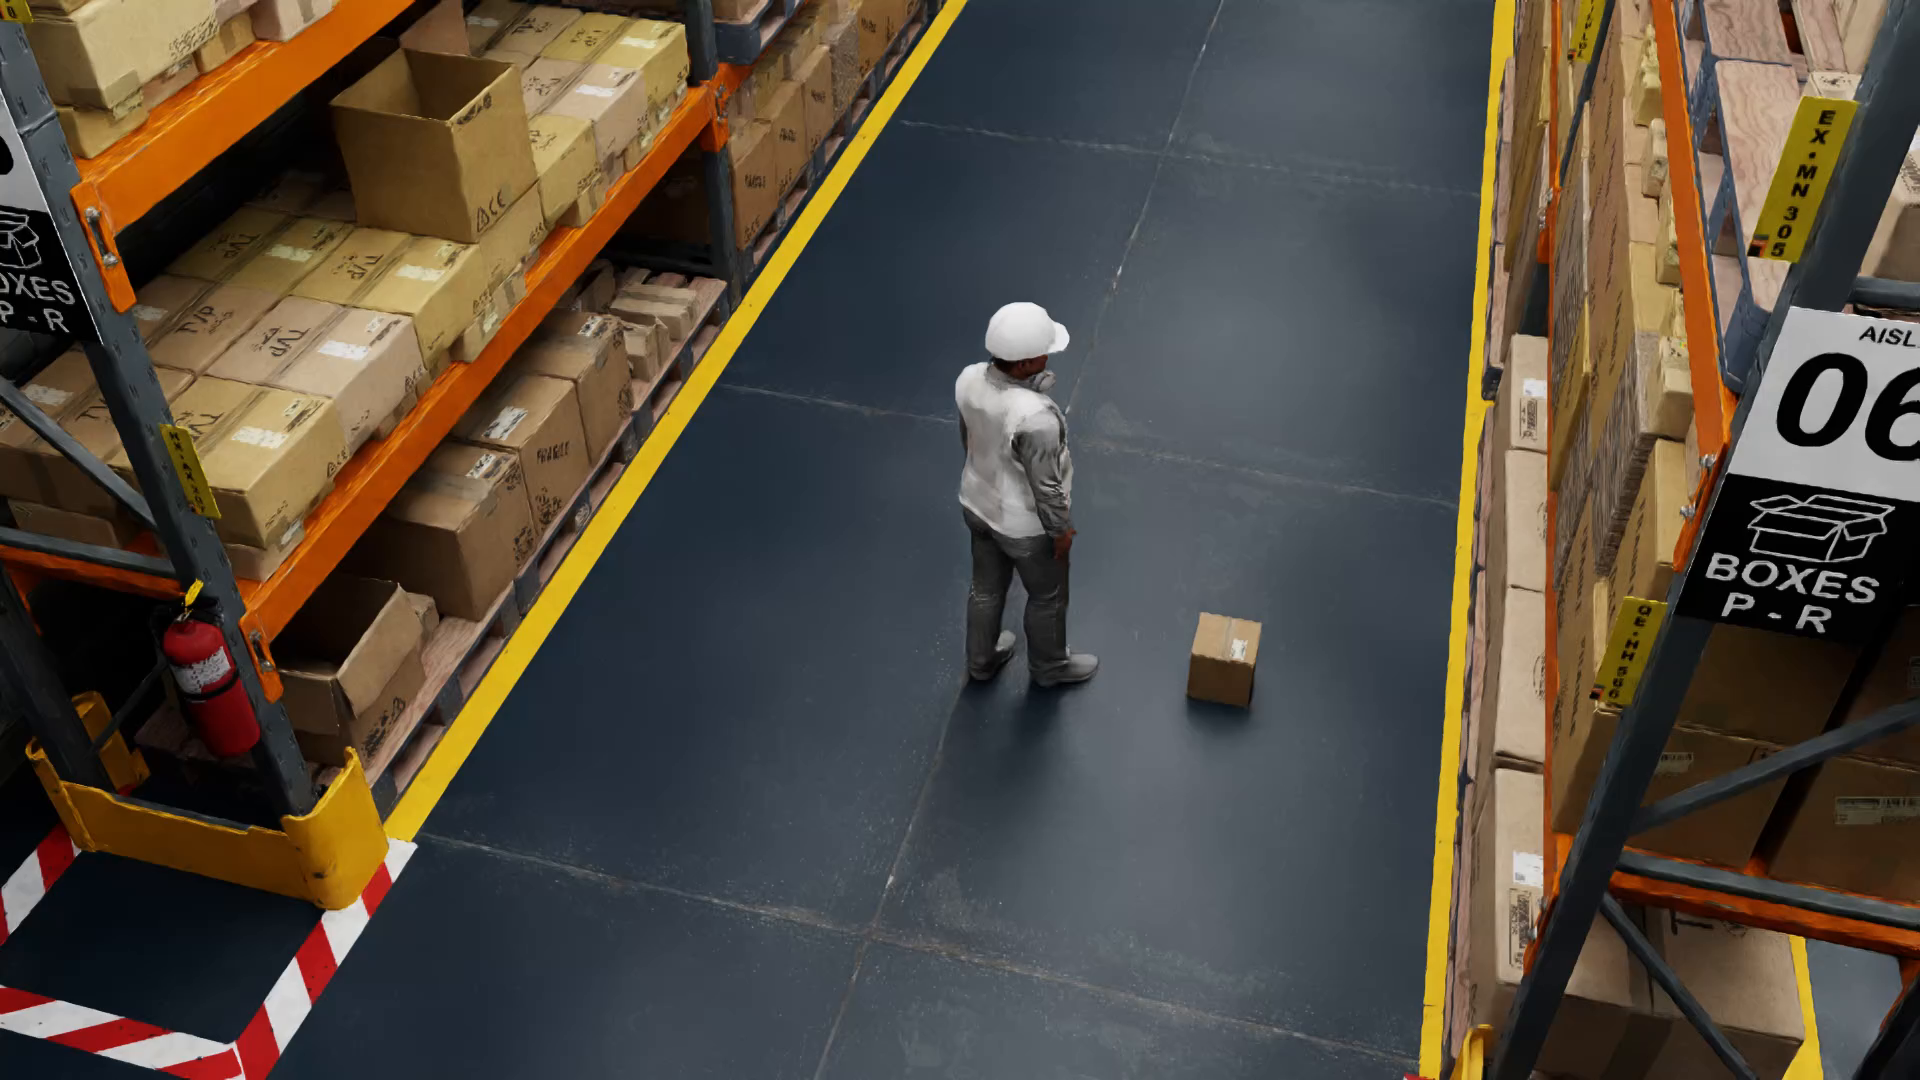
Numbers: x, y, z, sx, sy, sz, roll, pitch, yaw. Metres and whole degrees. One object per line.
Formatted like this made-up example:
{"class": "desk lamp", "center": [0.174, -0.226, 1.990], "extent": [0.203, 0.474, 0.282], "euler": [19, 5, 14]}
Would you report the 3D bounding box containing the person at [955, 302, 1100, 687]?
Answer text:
{"class": "person", "center": [0.260, -0.156, 6.303], "extent": [0.498, 1.792, 0.566], "euler": [-28, 48, -29]}
